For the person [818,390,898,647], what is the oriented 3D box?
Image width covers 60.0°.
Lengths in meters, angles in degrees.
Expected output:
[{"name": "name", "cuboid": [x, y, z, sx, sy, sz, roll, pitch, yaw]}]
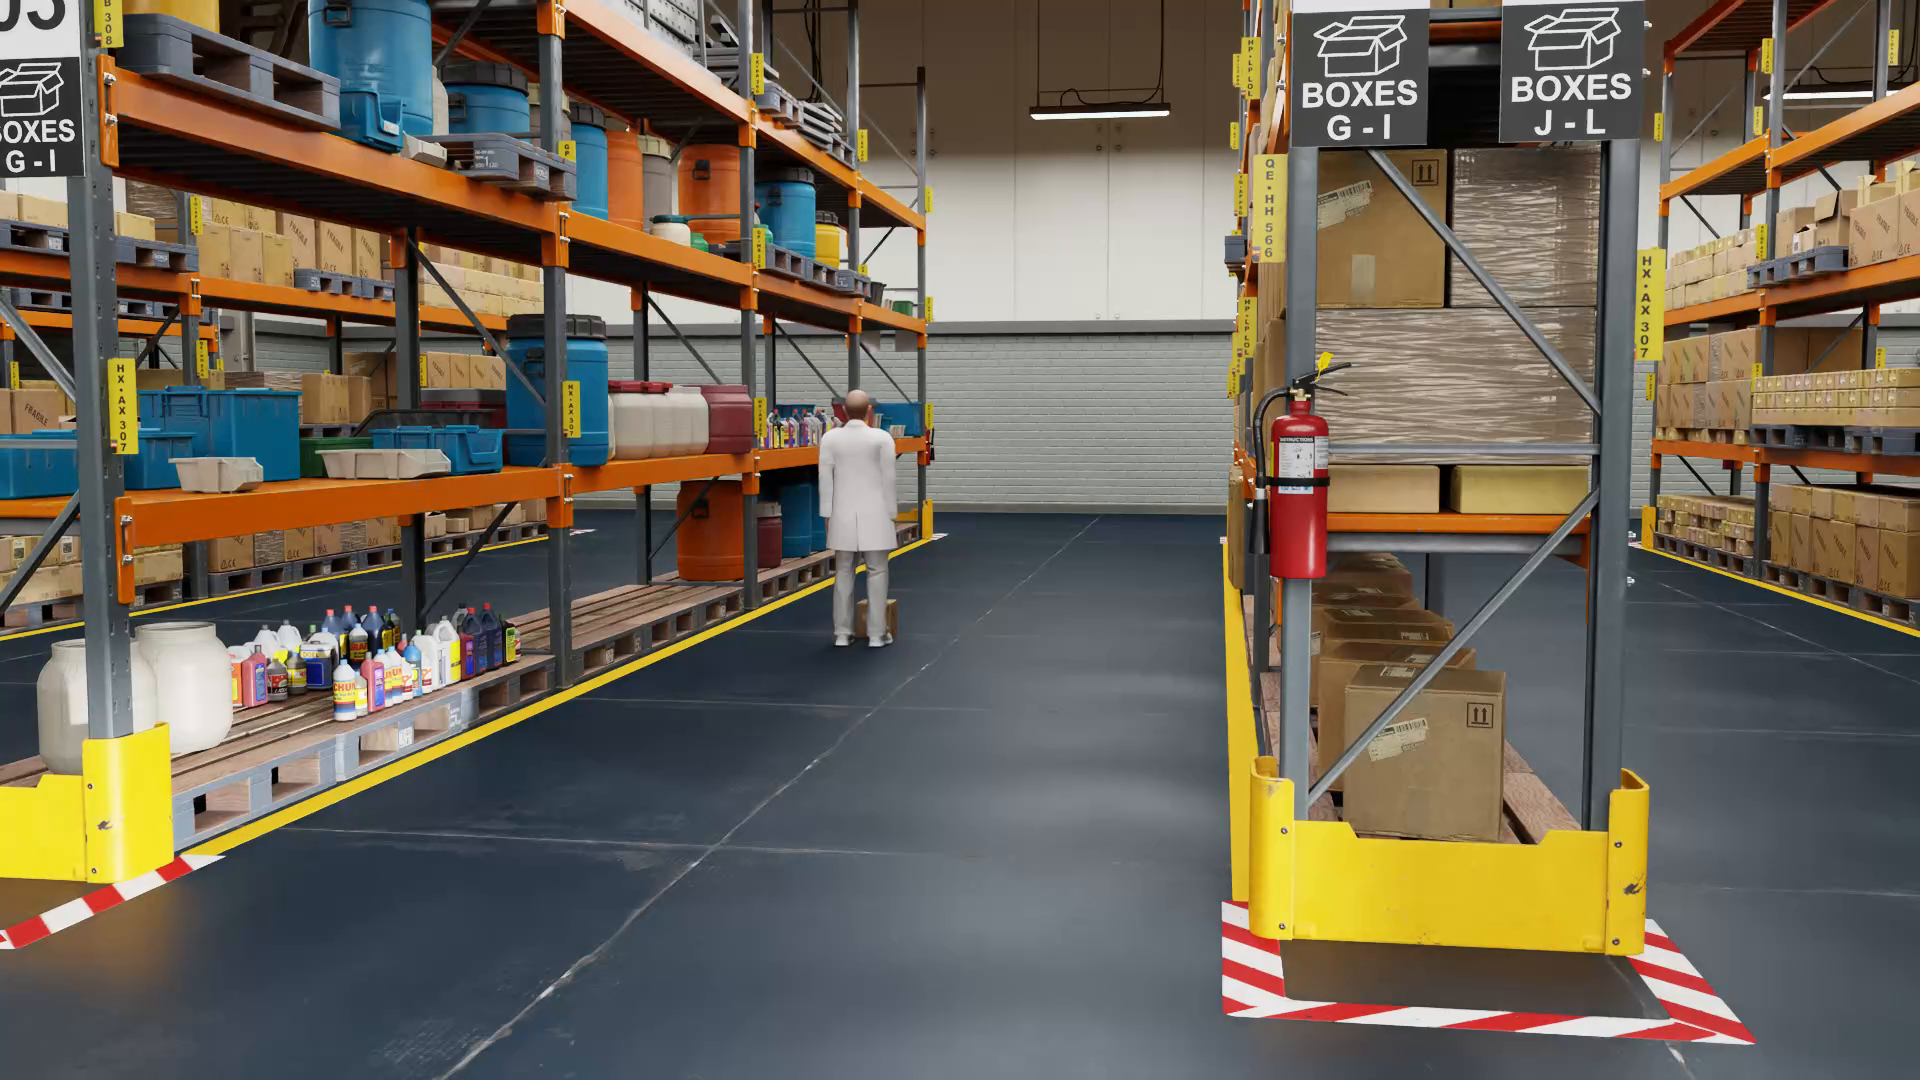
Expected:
[{"name": "person", "cuboid": [-0.704, -0.150, 11.580, 0.564, 1.776, 0.386, 1, 4, 10]}]
